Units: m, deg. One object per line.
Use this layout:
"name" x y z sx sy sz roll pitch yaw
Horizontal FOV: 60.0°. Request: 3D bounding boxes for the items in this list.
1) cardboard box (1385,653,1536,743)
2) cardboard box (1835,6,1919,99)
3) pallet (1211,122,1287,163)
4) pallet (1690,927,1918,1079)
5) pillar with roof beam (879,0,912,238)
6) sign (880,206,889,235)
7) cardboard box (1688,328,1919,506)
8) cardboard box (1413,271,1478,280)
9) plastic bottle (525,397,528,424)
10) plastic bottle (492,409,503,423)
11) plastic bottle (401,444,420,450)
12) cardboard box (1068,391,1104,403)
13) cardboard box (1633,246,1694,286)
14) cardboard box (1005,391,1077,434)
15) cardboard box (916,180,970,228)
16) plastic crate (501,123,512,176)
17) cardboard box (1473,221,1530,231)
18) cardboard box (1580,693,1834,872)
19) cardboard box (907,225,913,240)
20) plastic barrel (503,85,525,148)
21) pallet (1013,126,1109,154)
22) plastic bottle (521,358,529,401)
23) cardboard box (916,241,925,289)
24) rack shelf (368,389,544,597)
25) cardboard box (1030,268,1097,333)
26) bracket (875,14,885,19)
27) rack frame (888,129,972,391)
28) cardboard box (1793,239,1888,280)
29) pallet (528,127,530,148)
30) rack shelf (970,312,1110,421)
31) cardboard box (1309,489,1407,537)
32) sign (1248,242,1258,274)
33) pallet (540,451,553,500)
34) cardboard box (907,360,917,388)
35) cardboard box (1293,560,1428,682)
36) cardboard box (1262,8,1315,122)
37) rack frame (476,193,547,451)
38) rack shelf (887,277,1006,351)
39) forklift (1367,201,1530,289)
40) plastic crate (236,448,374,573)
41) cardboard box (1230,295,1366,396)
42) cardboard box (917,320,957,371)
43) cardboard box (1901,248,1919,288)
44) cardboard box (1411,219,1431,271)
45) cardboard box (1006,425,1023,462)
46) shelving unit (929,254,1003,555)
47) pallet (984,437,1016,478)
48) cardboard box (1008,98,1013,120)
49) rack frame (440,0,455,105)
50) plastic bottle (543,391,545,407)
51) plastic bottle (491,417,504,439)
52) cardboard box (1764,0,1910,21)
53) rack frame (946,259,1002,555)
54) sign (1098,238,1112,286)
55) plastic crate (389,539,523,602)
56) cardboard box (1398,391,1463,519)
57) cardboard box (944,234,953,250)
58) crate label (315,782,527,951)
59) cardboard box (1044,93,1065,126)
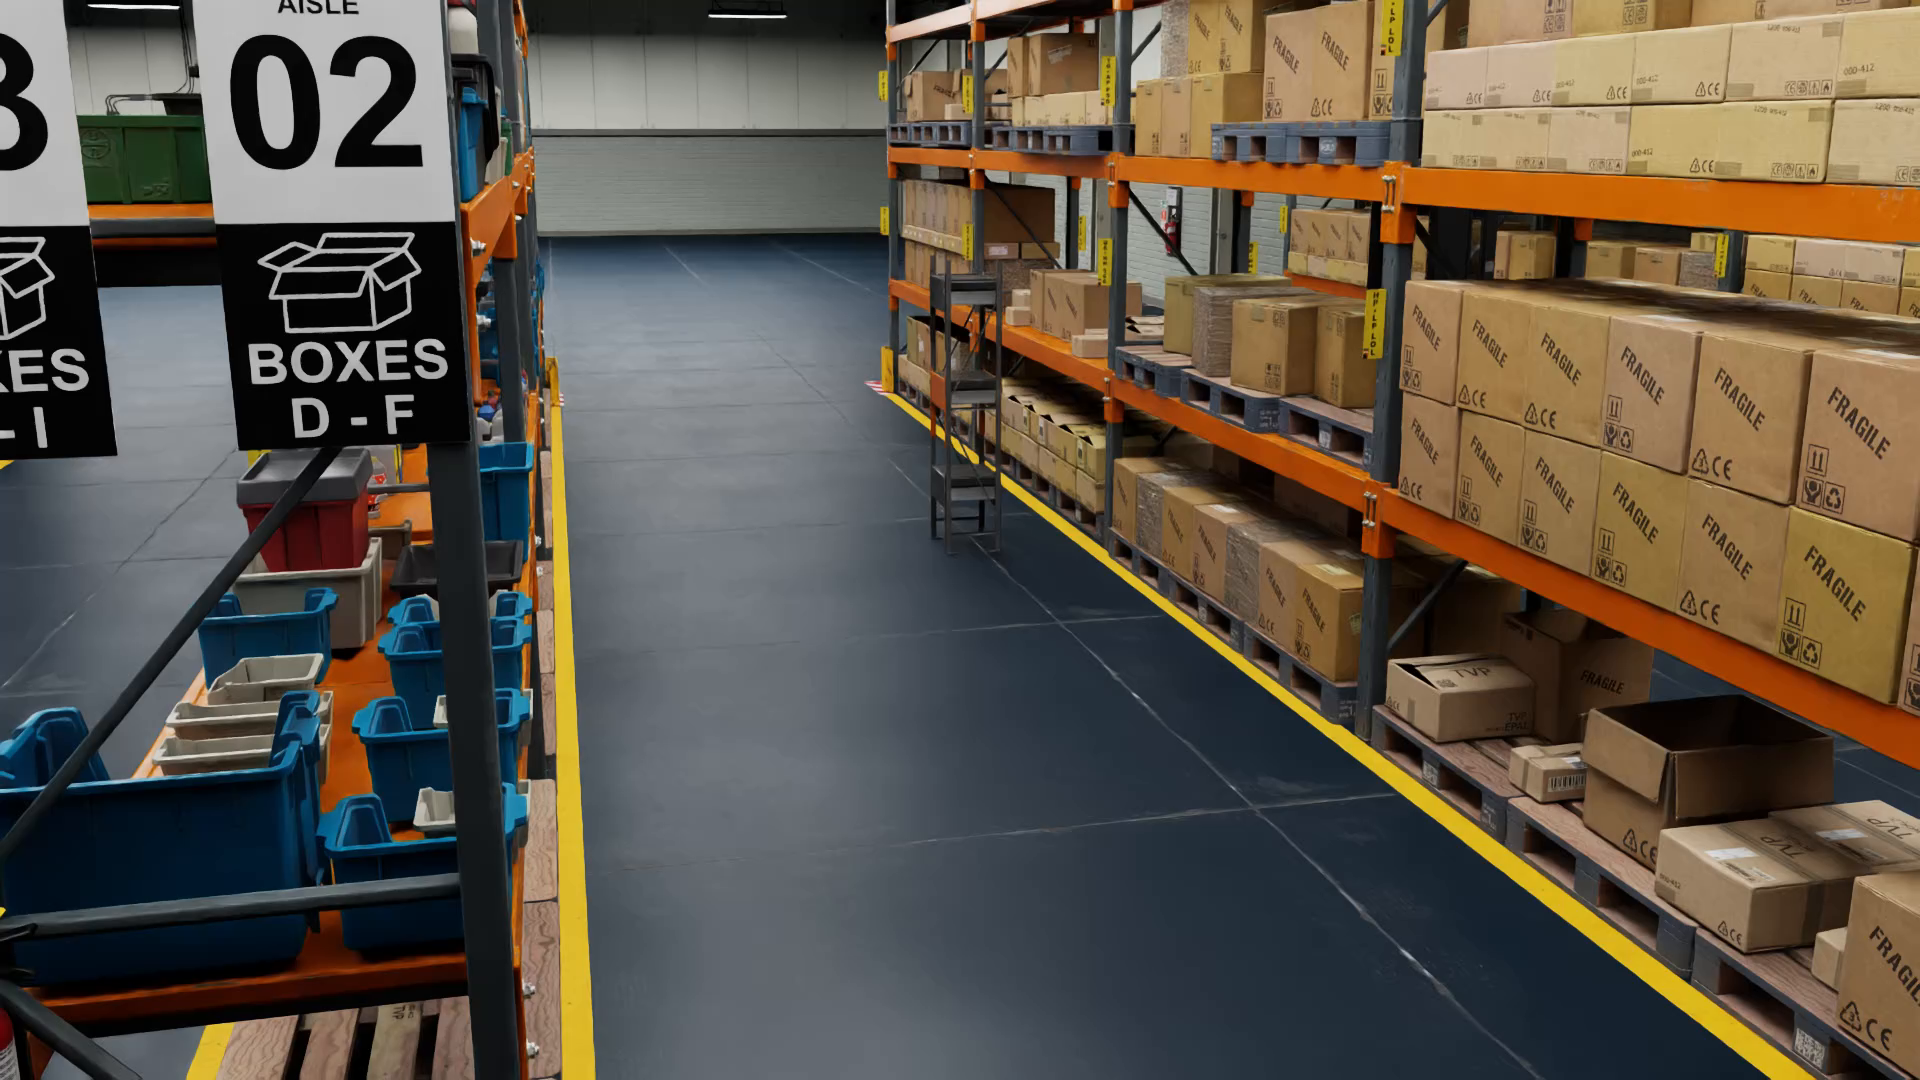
"cardboard box" 2.378 0.715 7.918 0.500 0.311 0.500 -3 14 -13
"cardboard box" 2.943 -1.410 4.821 0.500 0.250 0.500 -3 14 -13
"pallet" 2.159 -2.245 9.373 1.213 0.211 1.003 -3 14 -13
"pallet" 3.223 1.590 5.475 1.003 0.211 1.213 -3 14 -13
"pillar with roof beam" -5.739 -13.013 46.731 9.100 9.000 0.548 -3 14 -13
"sign" -0.869 -3.684 19.195 0.100 0.325 0.005 -3 14 -13
"cardboard box" 2.812 -0.421 5.512 0.500 0.500 0.500 -3 14 -12
"cardboard box" 5.020 -2.638 17.178 0.500 0.250 0.500 -3 14 -13
"plastic bottle" -2.578 -0.775 9.696 0.097 0.201 0.097 0 14 0
"plastic bottle" -2.336 -0.546 8.602 0.152 0.276 0.135 -3 14 -13
"plastic bottle" -3.002 -0.674 8.971 0.144 0.351 0.185 -3 14 -13
"cardboard box" 1.228 -1.160 14.582 0.500 0.311 0.500 -3 14 -13
"cardboard box" 6.087 -2.183 13.906 0.700 0.500 0.500 -5 14 -18
"cardboard box" 0.701 -1.128 14.451 0.500 0.311 0.500 -4 14 -15
"cardboard box" -0.090 -3.692 18.273 0.700 0.500 0.500 -4 14 -15
"plastic crate" -1.932 -1.484 6.308 0.450 0.188 0.662 -3 14 -13
"cardboard box" 5.518 -3.030 17.202 0.500 0.500 0.500 -4 14 -14
"cardboard box" 2.936 0.946 6.568 0.797 0.503 0.637 -3 14 -13
"cardboard box" -0.381 -3.455 18.671 0.380 0.149 0.250 -4 14 -15
"plastic barrel" -3.040 -2.734 10.741 0.421 0.512 0.421 0 14 0
"pallet" 1.039 -3.184 13.216 1.003 0.211 1.213 -3 14 -11
"plastic bottle" -2.755 -1.007 10.476 0.061 0.283 0.133 -3 14 -13
"cardboard box" -0.103 -3.074 18.477 0.700 0.500 0.500 -3 14 -12
"rack shelf" -2.795 -0.323 8.944 1.077 0.370 4.000 -3 14 -13
"cardboard box" 0.899 -2.081 14.413 0.500 0.500 0.500 -2 14 -9
"bracket" -2.415 -15.488 49.277 0.076 0.066 3.189 -3 14 -13
"rack frame" -0.328 -3.254 19.428 1.000 3.000 0.127 -3 14 -13
"cardboard box" 6.348 -2.010 11.874 0.500 0.250 0.500 -3 14 -14
"pallet" -4.469 -3.583 14.850 1.213 0.211 1.003 -3 14 -13
"rack shelf" 1.081 -1.521 13.848 1.077 0.370 4.000 -3 14 -13
"cardboard box" 2.378 -0.206 9.709 0.500 0.250 0.500 -3 14 -13
"sign" 2.076 -1.965 11.878 0.100 0.325 0.005 -3 14 -13
"pallet" -3.982 -0.523 14.122 1.003 0.211 1.213 -3 14 -13
"cardboard box" -0.298 -1.872 18.676 0.500 0.250 0.500 -3 14 -13
"cardboard box" 2.096 0.417 8.742 0.500 0.500 0.500 -3 14 -13
"cardboard box" 2.127 -2.672 9.418 0.600 0.600 0.600 -4 14 -15
"rack frame" -4.204 -2.056 14.524 1.000 3.000 0.127 -3 14 -13
"rack shelf" 0.141 -2.444 17.625 1.077 0.370 4.000 -3 14 -13
"forklift" 4.265 -1.919 14.104 3.031 2.935 1.130 -7 15 -25
"plastic crate" -2.360 -0.051 6.055 0.402 0.464 0.583 -3 14 -13
"cardboard box" 2.015 -1.143 9.689 0.700 0.500 0.500 -7 16 -27
"cardboard box" -0.169 -2.121 18.117 0.500 0.500 0.500 -3 14 -13
"cardboard box" 6.595 -1.777 10.922 0.500 0.250 0.500 -4 14 -14
"cardboard box" 4.891 -3.116 17.557 0.500 0.500 0.500 -3 14 -14
"cardboard box" 0.708 -0.856 14.518 0.500 0.250 0.500 -4 14 -15
"shelving unit" 0.039 -0.982 12.022 0.431 2.100 0.503 -3 14 -13
"pallet" 0.822 -0.809 15.295 1.003 0.211 1.213 -3 14 -13
"cardboard box" 0.749 -4.240 15.752 0.500 0.500 0.500 -2 14 -9
"rack frame" -1.386 -2.202 2.481 1.000 3.000 0.127 -3 14 -13
"plastic bottle" -4.254 -1.411 16.694 0.152 0.276 0.135 -3 14 -13
"plastic bottle" -2.281 -0.492 8.383 0.152 0.276 0.135 -3 14 -13
"cardboard box" 3.036 -1.902 5.254 0.700 0.500 0.500 -3 14 -13
"rack frame" 0.096 -0.926 11.791 0.400 2.100 0.015 -3 14 -13
"sign" 1.012 -1.940 11.607 0.100 0.325 0.005 -3 14 -13
"plastic crate" -1.802 0.137 6.000 0.437 0.125 0.590 -3 14 -13
"cardboard box" 2.345 -0.402 7.541 0.500 0.500 0.500 -3 14 -12
"cardboard box" 0.042 -3.039 16.969 0.380 0.149 0.250 -3 14 -12
"crate label" -1.124 0.689 3.514 0.416 0.233 0.303 -3 14 -13
"cardboard box" 1.001 -3.476 13.443 0.500 0.250 0.500 -5 14 -18
